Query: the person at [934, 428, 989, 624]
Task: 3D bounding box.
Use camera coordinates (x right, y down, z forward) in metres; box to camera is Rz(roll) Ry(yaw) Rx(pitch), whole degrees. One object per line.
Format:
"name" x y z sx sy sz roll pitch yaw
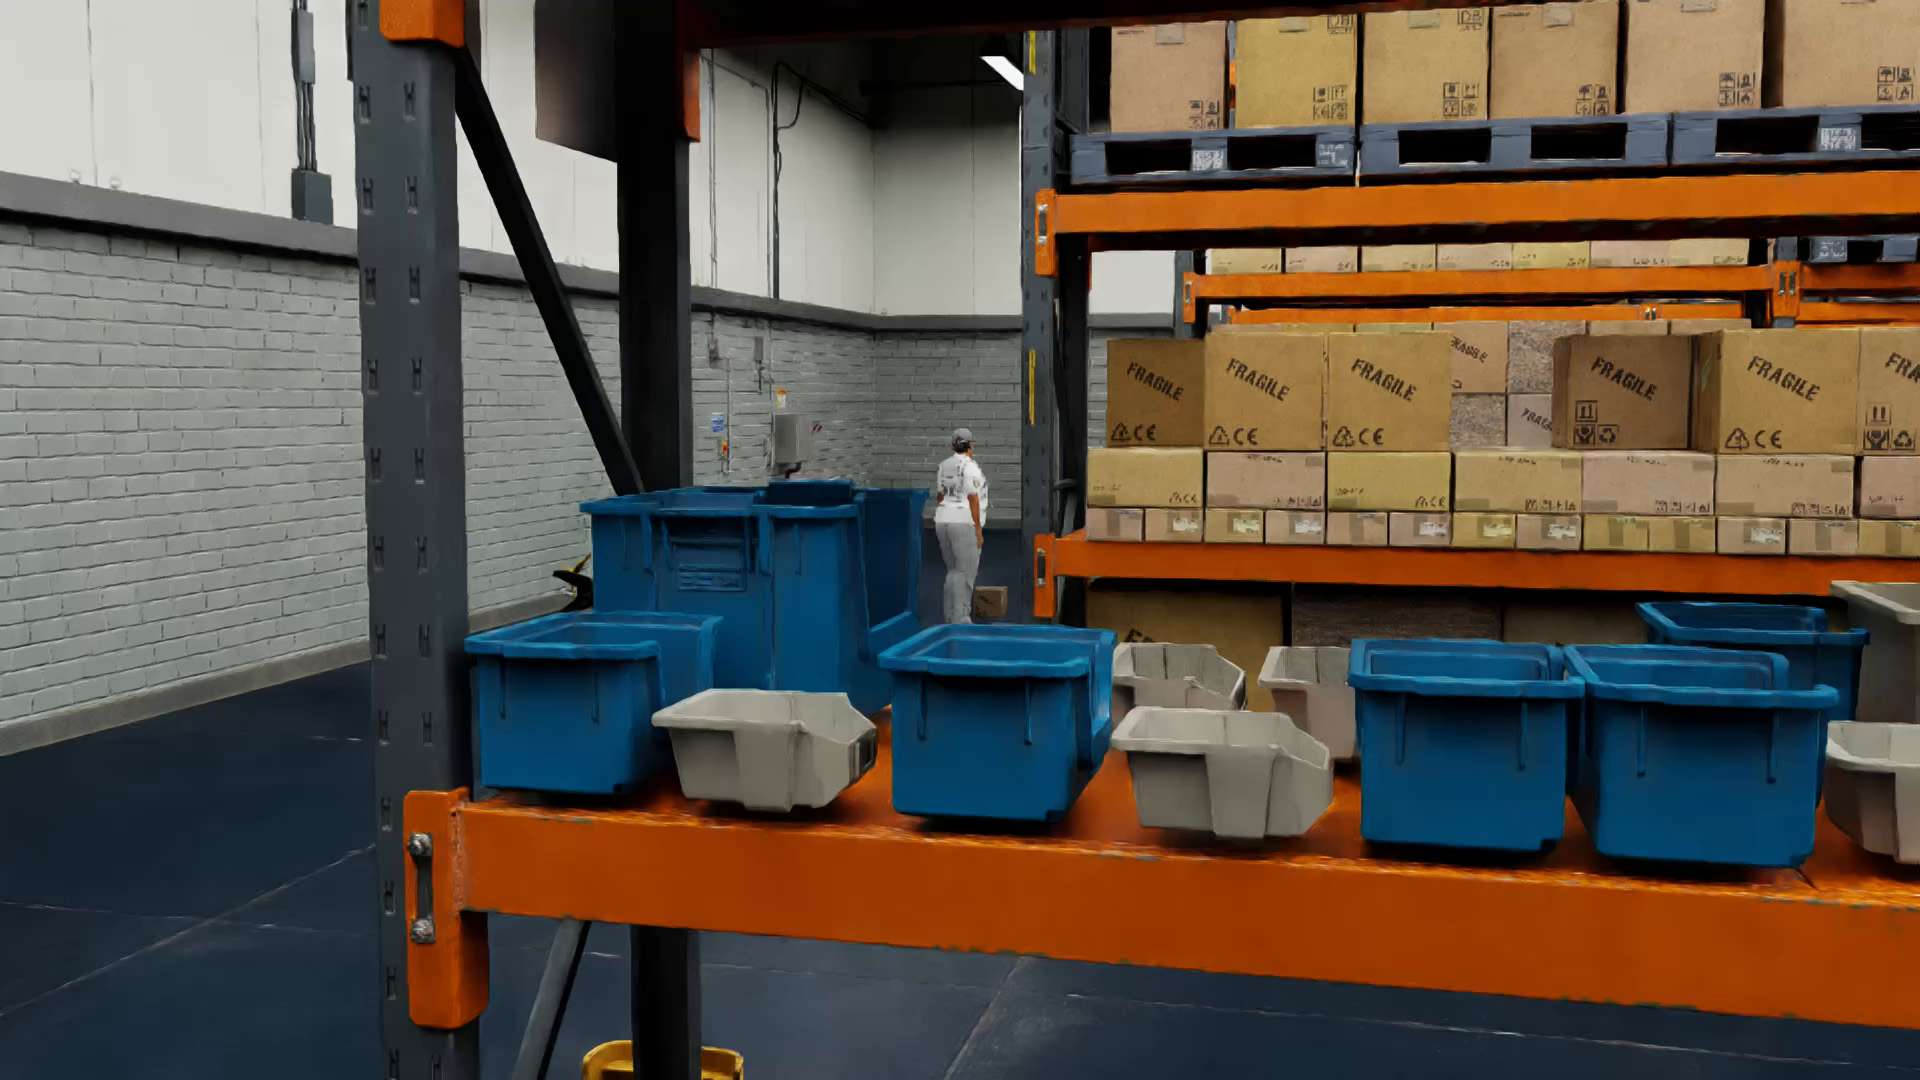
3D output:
"person" 0.025 -0.082 13.598 0.409 1.670 0.526 -3 6 -34
